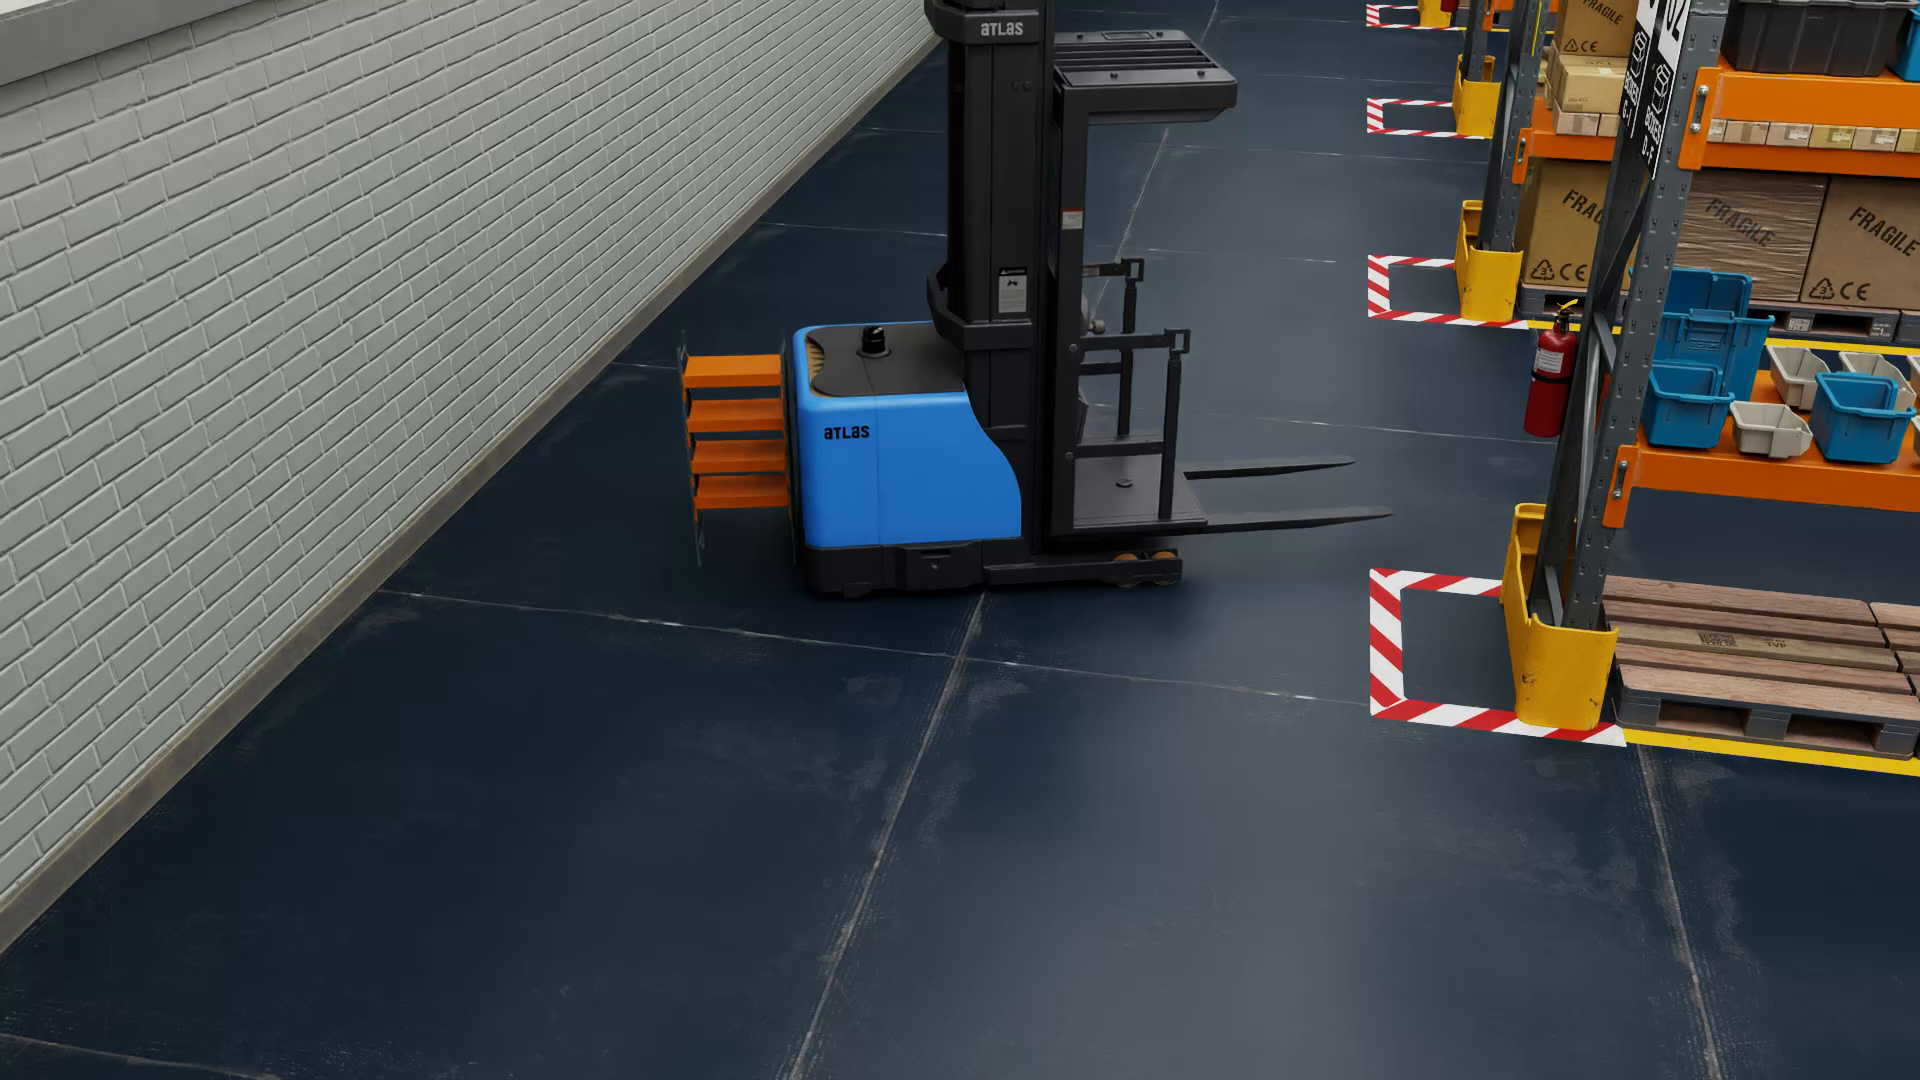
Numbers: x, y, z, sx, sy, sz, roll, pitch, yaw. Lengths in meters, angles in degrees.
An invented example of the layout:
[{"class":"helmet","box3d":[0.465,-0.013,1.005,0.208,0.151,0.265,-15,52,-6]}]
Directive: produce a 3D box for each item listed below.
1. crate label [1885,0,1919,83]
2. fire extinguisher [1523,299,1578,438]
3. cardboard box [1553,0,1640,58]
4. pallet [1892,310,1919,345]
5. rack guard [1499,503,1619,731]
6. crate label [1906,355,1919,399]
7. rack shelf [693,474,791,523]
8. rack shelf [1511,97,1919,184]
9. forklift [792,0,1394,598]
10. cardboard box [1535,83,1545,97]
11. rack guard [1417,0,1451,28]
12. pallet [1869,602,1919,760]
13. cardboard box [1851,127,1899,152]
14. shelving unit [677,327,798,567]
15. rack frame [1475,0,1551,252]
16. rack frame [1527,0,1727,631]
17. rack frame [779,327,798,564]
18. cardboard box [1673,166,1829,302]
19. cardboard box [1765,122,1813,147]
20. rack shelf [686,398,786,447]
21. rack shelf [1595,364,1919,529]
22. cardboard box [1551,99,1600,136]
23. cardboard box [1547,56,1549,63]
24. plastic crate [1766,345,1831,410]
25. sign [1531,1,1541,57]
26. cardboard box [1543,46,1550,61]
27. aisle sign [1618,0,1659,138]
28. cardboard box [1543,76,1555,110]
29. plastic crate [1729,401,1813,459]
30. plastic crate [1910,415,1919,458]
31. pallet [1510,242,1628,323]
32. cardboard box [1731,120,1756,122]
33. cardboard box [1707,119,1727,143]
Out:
[{"class":"crate label","box3d":[3.590,-1.779,5.907,0.502,0.251,0.408,6,29,11]},{"class":"fire extinguisher","box3d":[2.702,-0.804,7.564,0.183,0.674,0.296,6,29,11]},{"class":"cardboard box","box3d":[4.321,-3.567,11.208,0.500,0.500,0.500,6,29,11]},{"class":"pallet","box3d":[6.974,-1.588,11.430,1.213,0.211,1.003,6,29,11]},{"class":"rack guard","box3d":[2.729,0.327,7.632,0.348,0.500,1.175,6,29,11]},{"class":"crate label","box3d":[4.148,-0.635,6.998,0.243,0.136,0.396,6,29,11]},{"class":"rack shelf","box3d":[-1.097,-0.219,8.450,0.480,0.148,0.258,-2,29,-2]},{"class":"rack shelf","box3d":[5.745,-2.583,11.093,4.000,0.370,1.077,6,29,11]},{"class":"forklift","box3d":[0.687,-1.297,8.068,3.031,2.935,1.130,-3,29,-6]},{"class":"cardboard box","box3d":[5.383,-4.309,15.719,0.250,0.149,0.380,7,29,13]},{"class":"rack guard","box3d":[5.835,-6.659,20.393,0.348,0.500,1.175,6,29,11]},{"class":"pallet","box3d":[4.743,0.675,7.298,1.213,0.211,1.003,6,29,11]},{"class":"cardboard box","box3d":[5.829,-2.619,10.672,0.250,0.149,0.380,6,29,11]},{"class":"shelving unit","box3d":[-1.099,-0.452,8.322,0.503,1.200,0.258,-2,29,-2]},{"class":"rack frame","box3d":[3.789,-3.099,11.287,0.127,3.000,1.000,6,29,11]},{"class":"rack frame","box3d":[2.755,-0.773,7.038,0.127,3.000,1.000,6,29,11]},{"class":"rack frame","box3d":[-0.855,-0.460,8.331,0.015,1.200,0.240,-2,29,-2]},{"class":"cardboard box","box3d":[5.322,-2.233,11.481,0.875,0.875,0.875,6,29,11]},{"class":"cardboard box","box3d":[5.326,-2.670,10.766,0.250,0.149,0.380,6,29,10]},{"class":"rack shelf","box3d":[-1.101,-0.589,8.246,0.480,0.148,0.258,-2,29,-2]},{"class":"rack shelf","box3d":[4.711,-0.257,6.845,4.000,0.370,1.077,6,29,11]},{"class":"cardboard box","box3d":[4.068,-2.798,10.999,0.250,0.149,0.380,6,29,11]},{"class":"cardboard box","box3d":[5.660,-4.430,15.629,0.250,0.149,0.380,6,29,11]},{"class":"plastic crate","box3d":[3.590,-0.687,7.093,0.243,0.136,0.396,6,29,11]},{"class":"sign","box3d":[3.668,-3.253,10.585,0.005,0.325,0.100,6,29,11]},{"class":"cardboard box","box3d":[5.728,-4.627,15.989,0.250,0.149,0.380,6,29,12]},{"class":"aisle sign","box3d":[2.746,-2.058,6.678,0.004,0.787,0.394,6,29,11]},{"class":"cardboard box","box3d":[4.206,-3.108,11.564,0.250,0.149,0.380,6,29,12]},{"class":"plastic crate","box3d":[3.224,-0.433,6.630,0.298,0.136,0.250,6,29,11]},{"class":"plastic crate","box3d":[3.888,-0.365,6.505,0.298,0.136,0.250,6,29,11]},{"class":"pallet","box3d":[4.588,-1.832,11.877,1.213,0.211,1.003,6,29,11]},{"class":"cardboard box","box3d":[5.203,-2.888,10.747,0.500,0.250,0.500,5,29,9]},{"class":"cardboard box","box3d":[4.825,-2.722,10.860,0.250,0.149,0.380,5,29,10]}]
